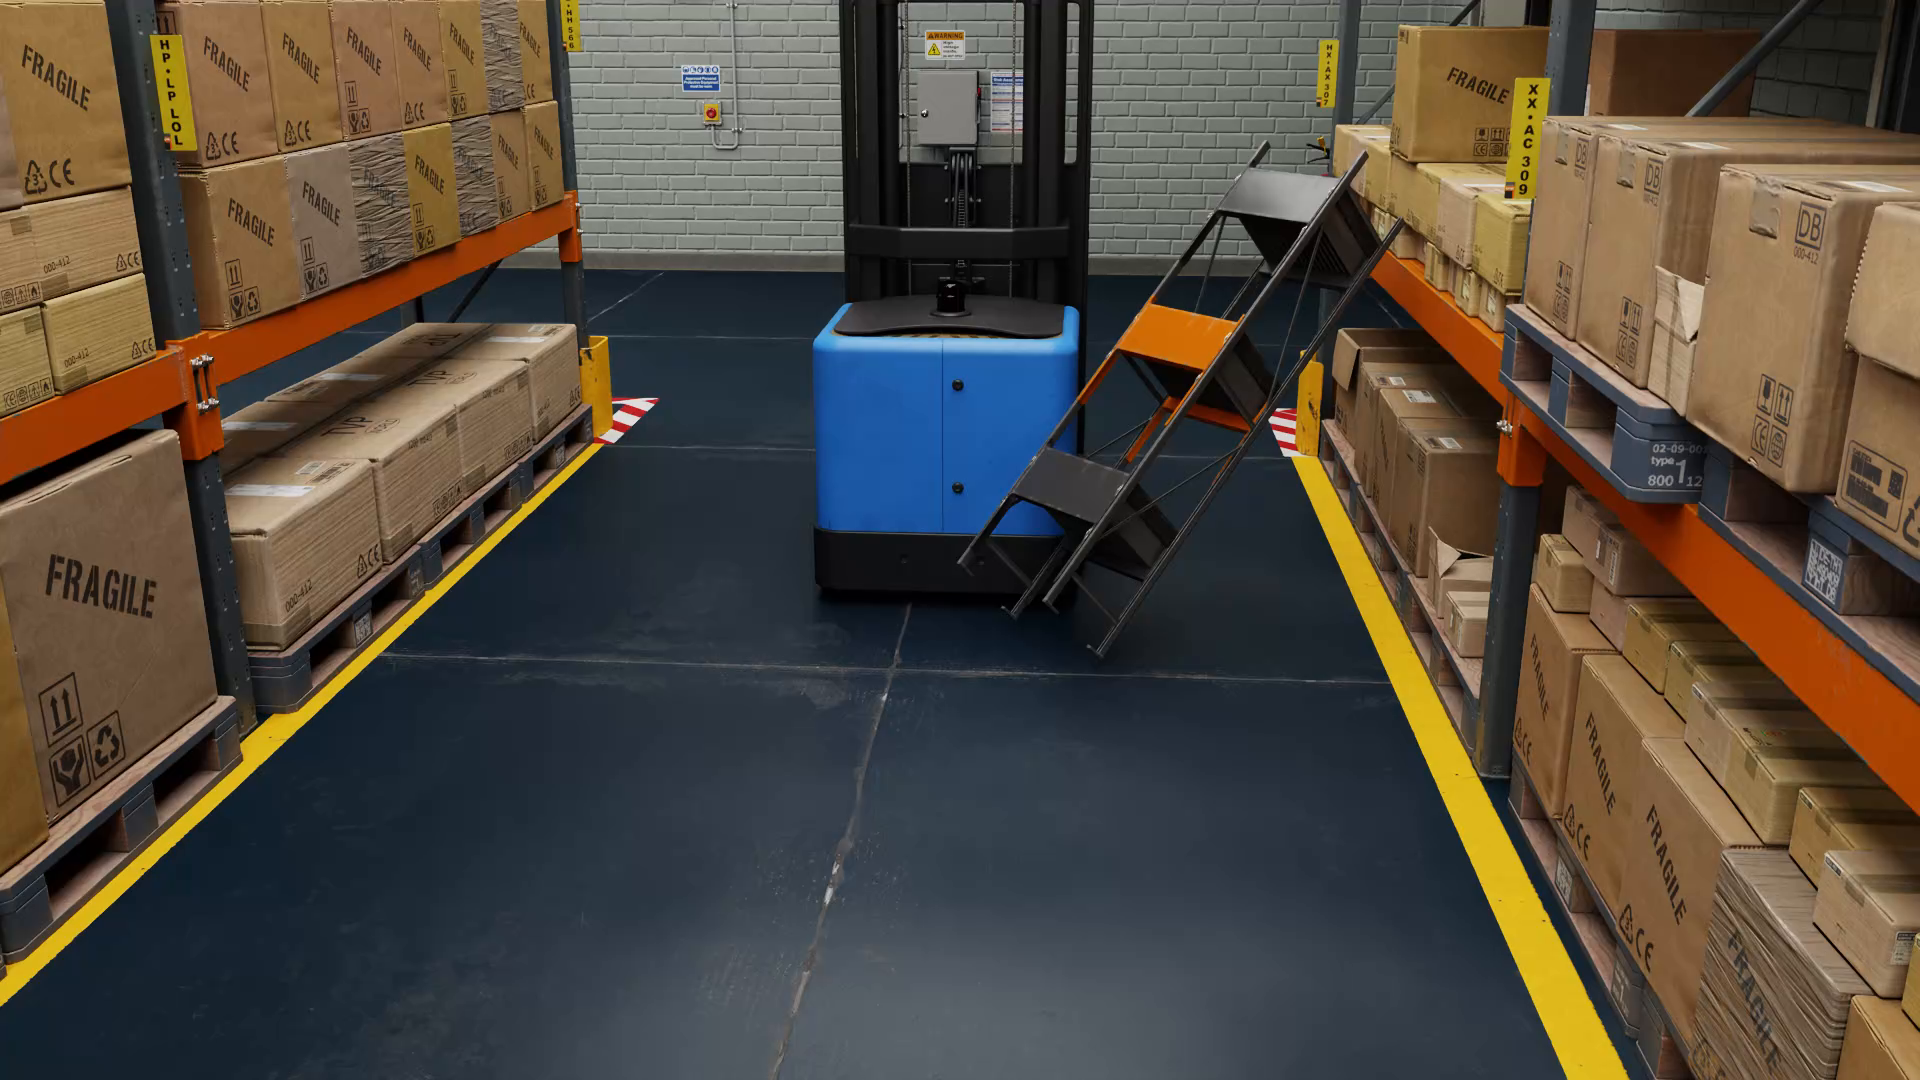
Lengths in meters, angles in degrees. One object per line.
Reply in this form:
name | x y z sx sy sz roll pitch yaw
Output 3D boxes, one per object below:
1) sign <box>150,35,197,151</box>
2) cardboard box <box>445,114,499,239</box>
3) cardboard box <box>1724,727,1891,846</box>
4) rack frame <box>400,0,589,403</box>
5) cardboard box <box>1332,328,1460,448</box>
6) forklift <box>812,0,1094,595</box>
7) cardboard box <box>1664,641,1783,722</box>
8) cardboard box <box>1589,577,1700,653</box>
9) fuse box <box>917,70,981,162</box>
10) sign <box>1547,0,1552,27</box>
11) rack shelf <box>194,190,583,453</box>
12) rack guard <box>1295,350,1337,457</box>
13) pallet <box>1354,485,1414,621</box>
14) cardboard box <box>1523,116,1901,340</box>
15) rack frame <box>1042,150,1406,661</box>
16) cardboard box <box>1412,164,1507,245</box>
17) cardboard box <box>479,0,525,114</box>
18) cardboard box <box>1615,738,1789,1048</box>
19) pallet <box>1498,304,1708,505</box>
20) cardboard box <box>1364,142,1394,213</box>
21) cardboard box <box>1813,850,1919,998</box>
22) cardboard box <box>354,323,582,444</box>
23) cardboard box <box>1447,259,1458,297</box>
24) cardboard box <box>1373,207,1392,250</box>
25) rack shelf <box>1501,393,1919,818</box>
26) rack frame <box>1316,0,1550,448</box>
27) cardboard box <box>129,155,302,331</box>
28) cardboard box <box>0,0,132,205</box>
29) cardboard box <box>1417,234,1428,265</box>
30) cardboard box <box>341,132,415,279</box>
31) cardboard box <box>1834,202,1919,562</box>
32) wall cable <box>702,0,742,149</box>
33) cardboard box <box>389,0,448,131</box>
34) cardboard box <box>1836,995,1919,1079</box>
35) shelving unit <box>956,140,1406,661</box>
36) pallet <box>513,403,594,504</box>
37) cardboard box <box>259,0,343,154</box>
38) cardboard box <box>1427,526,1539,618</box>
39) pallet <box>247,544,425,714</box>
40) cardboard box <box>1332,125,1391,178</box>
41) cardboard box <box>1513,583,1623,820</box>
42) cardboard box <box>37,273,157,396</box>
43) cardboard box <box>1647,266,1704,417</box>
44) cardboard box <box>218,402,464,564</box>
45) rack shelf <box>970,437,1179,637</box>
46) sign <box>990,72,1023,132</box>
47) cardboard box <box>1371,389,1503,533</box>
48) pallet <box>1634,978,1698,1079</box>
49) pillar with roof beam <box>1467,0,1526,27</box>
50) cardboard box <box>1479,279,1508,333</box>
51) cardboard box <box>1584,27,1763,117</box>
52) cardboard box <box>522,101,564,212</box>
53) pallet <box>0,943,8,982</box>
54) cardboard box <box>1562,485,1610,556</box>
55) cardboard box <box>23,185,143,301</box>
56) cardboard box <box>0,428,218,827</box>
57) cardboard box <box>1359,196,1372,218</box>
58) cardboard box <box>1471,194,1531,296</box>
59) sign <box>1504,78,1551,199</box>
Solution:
sign | -2.295 -1.302 4.846 0.100 0.325 0.005 1 18 4
cardboard box | -2.399 -1.617 7.379 0.500 0.500 0.500 2 18 6
cardboard box | 1.792 0.504 3.366 0.380 0.149 0.250 2 18 6
rack frame | -2.550 -2.040 8.833 1.000 3.000 0.127 1 18 4
cardboard box | 2.263 -0.756 8.248 0.797 0.503 0.637 1 18 2
forklift | 0.048 -1.588 7.564 1.130 2.935 3.031 1 18 4
cardboard box | 1.867 0.350 3.835 0.380 0.149 0.250 1 18 3
cardboard box | 1.881 0.185 4.340 0.380 0.149 0.250 1 18 2
fuse box | -0.084 -3.088 14.098 0.539 1.711 0.414 1 18 4
sign | 2.953 -2.613 8.212 0.100 0.325 0.005 1 18 4
rack shelf | -2.693 -1.077 7.049 1.077 0.370 4.000 1 18 4
rack guard | 2.396 -0.719 8.816 1.175 0.500 0.348 1 18 4
pallet | 2.249 0.044 6.952 1.003 0.211 1.213 1 18 4
cardboard box | 1.857 -0.790 4.183 0.700 0.500 0.500 2 18 5
rack frame | 1.004 -0.507 6.097 0.015 0.400 2.100 23 72 49
cardboard box | 1.978 -1.233 6.131 0.500 0.250 0.500 1 18 4
cardboard box | -2.355 -2.245 7.691 0.500 0.500 0.500 1 18 4
cardboard box | 1.787 0.765 3.610 0.500 0.500 0.500 1 18 2
pallet | 1.948 -0.352 3.987 1.003 0.211 1.213 1 18 4
cardboard box | 2.031 -1.552 7.105 0.500 0.250 0.500 1 18 3
cardboard box | 1.733 0.664 2.879 0.380 0.149 0.250 0 18 1
cardboard box | -2.498 -0.815 8.534 0.875 0.438 0.875 1 18 2
cardboard box | 1.923 -0.917 5.809 0.380 0.149 0.250 2 18 5
cardboard box | 1.962 -1.316 7.027 0.380 0.149 0.250 1 18 2
rack shelf | 1.971 0.275 2.923 1.077 0.370 4.000 1 18 4
rack frame | 2.401 -1.931 8.498 1.000 3.000 0.127 1 18 4
cardboard box | -2.542 -0.986 5.453 0.500 0.500 0.500 2 18 6
cardboard box | -2.618 -1.176 4.430 0.500 0.500 0.500 2 18 6
cardboard box | 2.014 -1.153 6.527 0.380 0.149 0.250 1 18 4
cardboard box | -2.460 -1.296 6.401 0.500 0.500 0.500 1 18 4
cardboard box | 1.760 -0.206 2.394 0.797 0.503 0.637 1 18 3
wall cable | -2.169 -4.290 14.016 0.585 1.953 0.123 1 18 4
cardboard box | -2.432 -1.935 6.746 0.500 0.500 0.500 1 18 4
cardboard box | 1.725 1.088 2.625 0.500 0.500 0.500 2 18 6
shelving unit | 0.855 -0.570 6.279 0.503 0.431 2.100 23 72 49
pallet | -2.529 -0.465 8.504 1.003 0.211 1.213 1 18 4
cardboard box | -2.519 -1.620 5.783 0.500 0.500 0.500 1 18 3
cardboard box | 1.887 0.121 5.954 0.396 0.266 0.258 2 18 6
pallet | -2.704 0.293 6.191 1.003 0.211 1.213 1 18 4
cardboard box | 2.100 -1.866 8.064 0.500 0.250 0.500 1 18 4
cardboard box | 1.855 0.445 4.588 0.500 0.500 0.500 2 18 6
cardboard box | -2.617 -0.582 4.623 0.500 0.250 0.500 1 18 3
cardboard box | 1.632 -0.401 3.372 0.396 0.266 0.258 2 18 7
cardboard box | -2.621 -0.251 6.812 0.875 0.438 0.875 1 18 2
rack shelf | 0.443 -0.005 6.137 0.480 0.431 0.518 23 72 49
sign | 0.423 -3.708 14.075 0.329 0.494 0.001 1 18 4
cardboard box | 2.025 -0.328 6.947 0.500 0.500 0.500 2 18 5
pallet | 2.009 1.270 3.208 1.003 0.211 1.213 1 18 4
pillar with roof beam | -0.800 -5.695 10.352 9.100 9.000 0.400 1 18 4
cardboard box | 1.882 -0.755 5.314 0.380 0.149 0.250 2 18 5
cardboard box | 2.487 -1.572 5.961 0.500 0.500 0.500 1 18 2
cardboard box | -2.321 -1.932 8.342 0.500 0.500 0.500 1 18 4
pallet | -2.902 1.148 3.580 1.003 0.211 1.213 1 18 4
cardboard box | 1.884 -0.043 4.557 0.380 0.149 0.250 1 18 3
cardboard box | -2.626 -0.822 4.553 0.500 0.250 0.500 1 18 4
cardboard box | -2.801 0.206 4.714 0.875 0.875 0.875 2 18 6
cardboard box | 2.132 -1.635 8.000 0.380 0.149 0.250 2 18 5
cardboard box | 1.908 -0.922 5.183 0.500 0.250 0.500 2 18 5
sign | 1.573 -1.110 4.602 0.100 0.325 0.005 1 18 4
